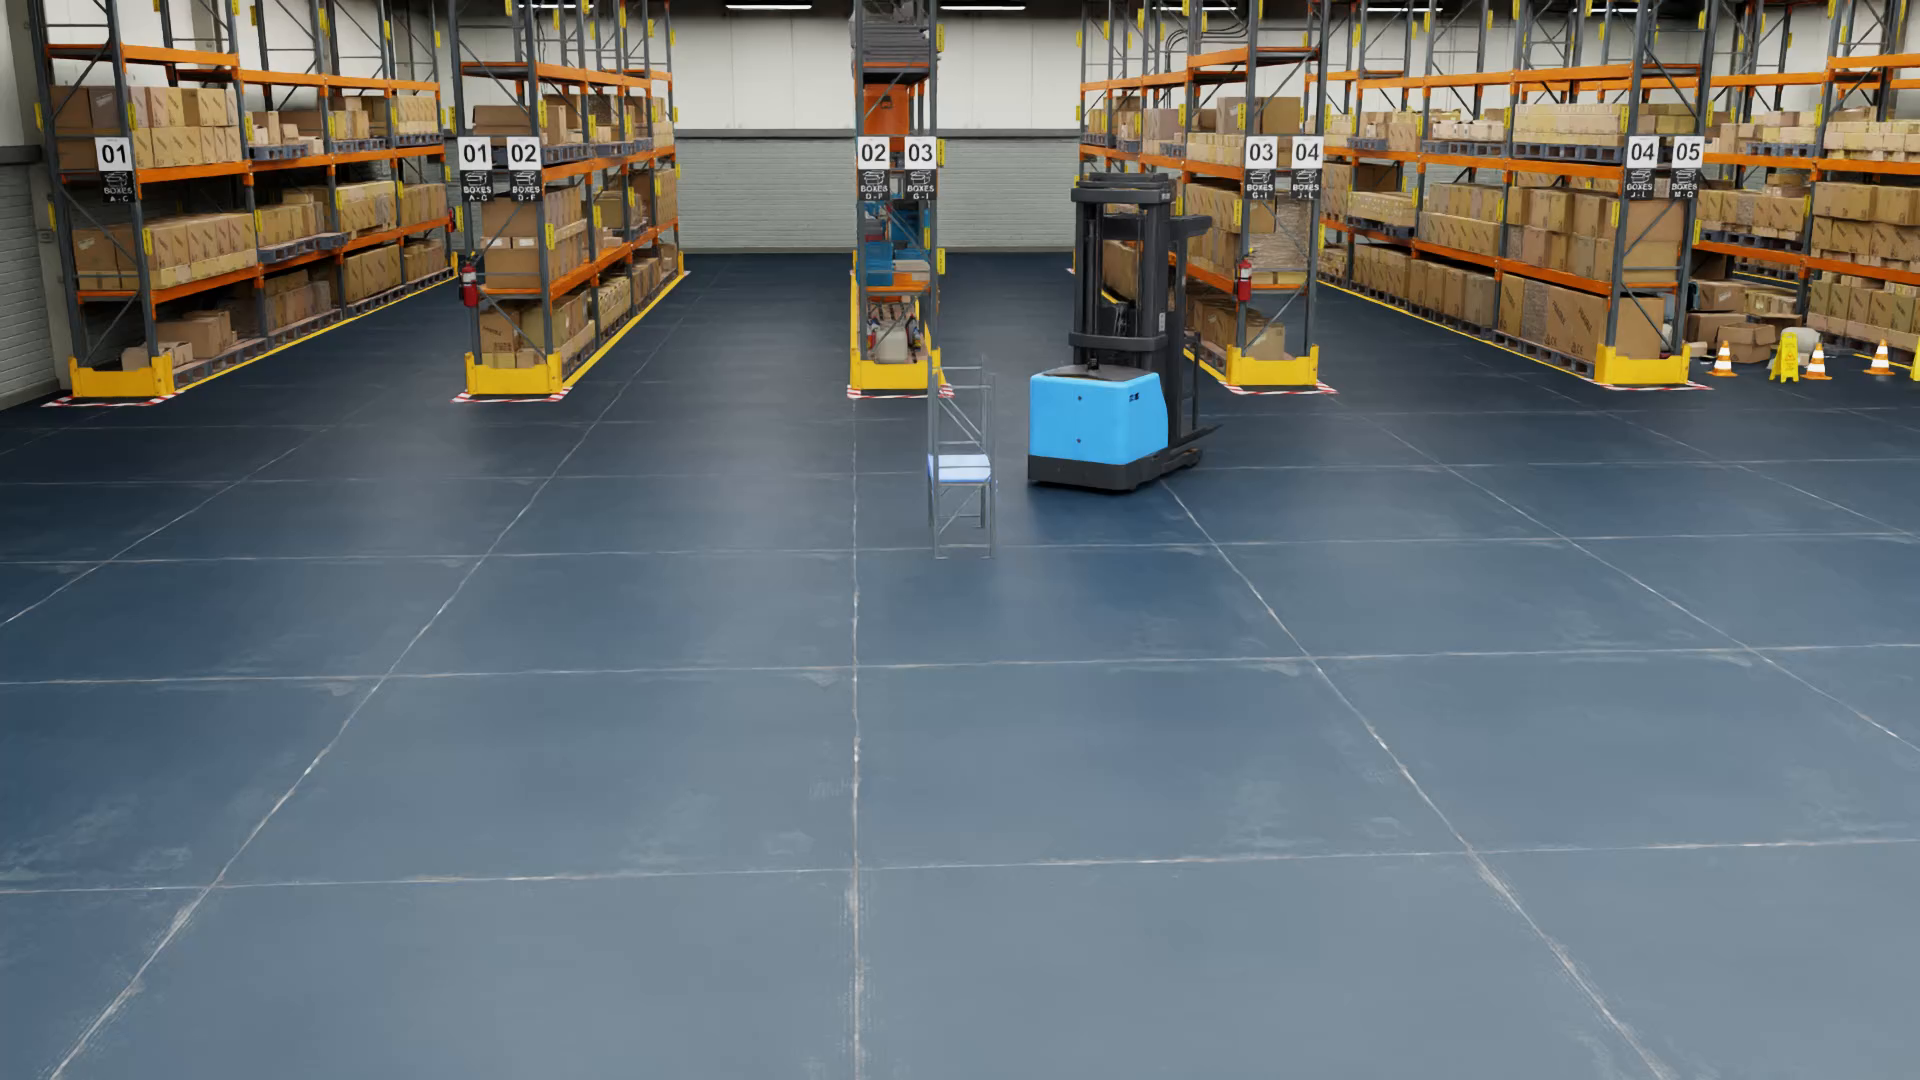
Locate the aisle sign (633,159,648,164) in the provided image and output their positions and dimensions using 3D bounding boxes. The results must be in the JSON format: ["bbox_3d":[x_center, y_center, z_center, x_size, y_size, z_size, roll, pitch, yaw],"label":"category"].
[{"bbox_3d":[-7.028,-8.624,36.308,0.394,0.787,0.004,-1,14,-3],"label":"aisle sign"}]

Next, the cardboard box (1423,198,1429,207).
[{"bbox_3d":[8.728,-6.248,30.758,0.380,0.149,0.250,-1,15,-6],"label":"cardboard box"}]

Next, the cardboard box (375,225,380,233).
[{"bbox_3d":[-11.089,-5.835,31.148,0.380,0.149,0.250,-1,14,-3],"label":"cardboard box"}]

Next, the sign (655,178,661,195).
[{"bbox_3d":[-5.929,-6.928,32.610,0.100,0.325,0.005,-1,14,-3],"label":"sign"}]

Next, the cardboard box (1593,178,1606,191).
[{"bbox_3d":[13.036,-7.082,33.323,0.500,0.500,0.500,-1,14,-3],"label":"cardboard box"}]

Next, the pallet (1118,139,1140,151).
[{"bbox_3d":[3.488,-7.314,30.792,1.003,0.211,1.213,0,14,-1],"label":"pallet"}]

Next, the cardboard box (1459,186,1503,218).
[{"bbox_3d":[8.726,-5.607,27.592,0.700,0.500,0.500,-1,14,-4],"label":"cardboard box"}]

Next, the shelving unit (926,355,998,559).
[{"bbox_3d":[0.005,-0.705,13.757,0.538,1.500,1.048,-1,14,-3],"label":"shelving unit"}]

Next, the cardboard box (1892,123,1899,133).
[{"bbox_3d":[13.664,-5.922,23.906,0.380,0.149,0.250,-1,14,-2],"label":"cardboard box"}]

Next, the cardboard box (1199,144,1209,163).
[{"bbox_3d":[3.731,-5.529,23.778,0.500,0.250,0.500,-1,15,-6],"label":"cardboard box"}]

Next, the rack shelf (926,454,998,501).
[{"bbox_3d":[0.005,-0.531,13.802,0.538,0.185,1.000,-1,14,-3],"label":"rack shelf"}]

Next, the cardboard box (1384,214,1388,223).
[{"bbox_3d":[8.078,-5.952,30.800,0.380,0.149,0.250,-1,14,-4],"label":"cardboard box"}]

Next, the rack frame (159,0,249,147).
[{"bbox_3d":[-10.931,-7.196,23.936,1.000,3.000,0.127,-1,14,-3],"label":"rack frame"}]

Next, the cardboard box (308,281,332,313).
[{"bbox_3d":[-11.082,-4.110,28.114,0.700,0.500,0.500,-1,14,-3],"label":"cardboard box"}]

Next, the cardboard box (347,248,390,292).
[{"bbox_3d":[-11.198,-5.062,31.153,0.750,0.750,0.750,0,14,-2],"label":"cardboard box"}]

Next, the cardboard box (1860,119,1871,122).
[{"bbox_3d":[17.934,-8.194,32.696,0.380,0.149,0.250,-1,14,-4],"label":"cardboard box"}]

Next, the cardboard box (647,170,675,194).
[{"bbox_3d":[-6.396,-7.653,35.545,0.500,0.500,0.500,0,14,-2],"label":"cardboard box"}]

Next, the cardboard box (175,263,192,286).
[{"bbox_3d":[-10.443,-3.488,21.825,0.500,0.250,0.500,-1,14,-5],"label":"cardboard box"}]

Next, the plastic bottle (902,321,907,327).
[{"bbox_3d":[-0.850,-3.126,24.739,0.152,0.276,0.135,-1,14,-3],"label":"plastic bottle"}]

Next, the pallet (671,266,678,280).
[{"bbox_3d":[-6.675,-5.785,36.087,1.003,0.211,1.213,-1,14,-3],"label":"pallet"}]

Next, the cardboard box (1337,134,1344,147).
[{"bbox_3d":[8.042,-8.184,34.095,0.500,0.250,0.500,-1,14,-4],"label":"cardboard box"}]

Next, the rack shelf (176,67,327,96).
[{"bbox_3d":[-11.055,-7.152,26.009,1.077,0.370,4.000,-1,14,-3],"label":"rack shelf"}]

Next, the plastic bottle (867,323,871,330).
[{"bbox_3d":[-1.369,-3.014,24.155,0.144,0.351,0.185,-1,14,-4],"label":"plastic bottle"}]

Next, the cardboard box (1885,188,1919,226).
[{"bbox_3d":[13.632,-4.730,23.587,0.700,0.500,0.500,-1,14,-4],"label":"cardboard box"}]

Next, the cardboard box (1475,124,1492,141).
[{"bbox_3d":[8.561,-6.507,26.536,0.500,0.250,0.500,-1,14,-4],"label":"cardboard box"}]

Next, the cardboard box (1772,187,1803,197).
[{"bbox_3d":[13.482,-5.666,27.085,0.380,0.149,0.250,-1,14,-5],"label":"cardboard box"}]

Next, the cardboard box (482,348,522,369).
[{"bbox_3d":[-6.067,-2.374,21.909,0.500,0.250,0.500,-1,14,-3],"label":"cardboard box"}]

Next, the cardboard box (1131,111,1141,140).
[{"bbox_3d":[3.402,-7.584,30.418,0.500,0.500,0.500,0,14,0],"label":"cardboard box"}]

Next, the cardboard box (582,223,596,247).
[{"bbox_3d":[-6.051,-4.739,26.225,0.500,0.500,0.500,0,14,1],"label":"cardboard box"}]

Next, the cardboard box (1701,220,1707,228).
[{"bbox_3d":[13.362,-5.595,29.415,0.380,0.149,0.250,-2,15,-7],"label":"cardboard box"}]

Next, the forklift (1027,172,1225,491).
[{"bbox_3d":[1.830,-2.201,16.698,1.130,2.935,3.031,8,17,29],"label":"forklift"}]

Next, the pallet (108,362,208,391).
[{"bbox_3d":[-10.703,-2.167,22.026,1.003,0.211,1.213,-1,14,-3],"label":"pallet"}]

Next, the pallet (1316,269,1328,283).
[{"bbox_3d":[8.206,-5.682,35.685,1.003,0.211,1.213,-1,14,-3],"label":"pallet"}]

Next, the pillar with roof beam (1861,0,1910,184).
[{"bbox_3d":[14.810,-9.767,33.926,9.100,9.000,0.400,-1,14,-3],"label":"pillar with roof beam"}]

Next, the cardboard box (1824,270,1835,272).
[{"bbox_3d":[18.055,-5.610,33.982,0.500,0.500,0.500,0,14,-1],"label":"cardboard box"}]

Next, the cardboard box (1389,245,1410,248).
[{"bbox_3d":[8.679,-5.608,32.471,0.500,0.250,0.500,0,14,-1],"label":"cardboard box"}]

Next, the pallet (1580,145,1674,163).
[{"bbox_3d":[9.049,-5.171,22.263,1.003,0.211,1.213,-1,14,-3],"label":"pallet"}]

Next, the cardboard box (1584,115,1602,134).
[{"bbox_3d":[8.766,-5.595,22.392,0.500,0.250,0.500,-1,14,-3],"label":"cardboard box"}]

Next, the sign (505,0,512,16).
[{"bbox_3d":[-6.528,-7.753,24.067,0.100,0.325,0.005,-1,14,-3],"label":"sign"}]

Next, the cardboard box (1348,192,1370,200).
[{"bbox_3d":[7.927,-6.826,33.005,0.380,0.149,0.250,0,14,-1],"label":"cardboard box"}]

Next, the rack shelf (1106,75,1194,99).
[{"bbox_3d":[3.529,-8.376,30.767,1.077,0.370,4.000,-1,14,-3],"label":"rack shelf"}]

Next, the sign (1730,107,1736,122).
[{"bbox_3d":[17.460,-9.603,37.555,0.100,0.325,0.005,-1,14,-3],"label":"sign"}]

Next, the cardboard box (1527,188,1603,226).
[{"bbox_3d":[8.996,-4.940,24.739,0.875,0.550,0.550,-1,14,-3],"label":"cardboard box"}]

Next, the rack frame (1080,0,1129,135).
[{"bbox_3d":[3.157,-10.410,36.427,1.000,3.000,0.127,-1,14,-3],"label":"rack frame"}]

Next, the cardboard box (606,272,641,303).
[{"bbox_3d":[-5.978,-4.483,29.565,0.500,0.500,0.500,0,14,-1],"label":"cardboard box"}]

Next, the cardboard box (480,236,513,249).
[{"bbox_3d":[-5.953,-3.828,21.383,0.380,0.149,0.250,-1,14,-4],"label":"cardboard box"}]

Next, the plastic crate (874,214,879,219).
[{"bbox_3d":[-1.876,-6.604,34.104,0.437,0.125,0.590,-1,14,-3],"label":"plastic crate"}]

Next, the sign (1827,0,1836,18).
[{"bbox_3d":[13.238,-8.098,25.248,0.100,0.325,0.005,-1,14,-3],"label":"sign"}]

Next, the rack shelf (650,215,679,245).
[{"bbox_3d":[-6.606,-6.507,34.740,1.077,0.370,4.000,-1,14,-3],"label":"rack shelf"}]

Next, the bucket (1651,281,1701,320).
[{"bbox_3d":[11.167,-3.724,26.001,0.726,0.611,0.620,4,5,16],"label":"bucket"}]

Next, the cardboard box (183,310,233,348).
[{"bbox_3d":[-10.827,-3.036,23.940,0.500,0.500,0.500,-2,15,-8],"label":"cardboard box"}]

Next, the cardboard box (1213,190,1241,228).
[{"bbox_3d":[3.803,-4.584,23.018,0.500,0.500,0.500,-1,14,-3],"label":"cardboard box"}]

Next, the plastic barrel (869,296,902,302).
[{"bbox_3d":[-1.338,-4.712,29.835,0.600,0.830,0.708,-1,14,-3],"label":"plastic barrel"}]

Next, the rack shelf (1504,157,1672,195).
[{"bbox_3d":[8.981,-5.179,23.558,1.077,0.370,4.000,-1,14,-3],"label":"rack shelf"}]

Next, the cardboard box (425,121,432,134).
[{"bbox_3d":[-11.331,-8.600,34.668,0.500,0.250,0.500,-1,14,-6],"label":"cardboard box"}]

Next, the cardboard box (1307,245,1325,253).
[{"bbox_3d":[7.832,-6.400,36.566,0.380,0.149,0.250,-1,14,-4],"label":"cardboard box"}]

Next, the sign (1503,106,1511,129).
[{"bbox_3d":[8.316,-6.416,25.256,0.100,0.325,0.005,-1,14,-3],"label":"sign"}]
